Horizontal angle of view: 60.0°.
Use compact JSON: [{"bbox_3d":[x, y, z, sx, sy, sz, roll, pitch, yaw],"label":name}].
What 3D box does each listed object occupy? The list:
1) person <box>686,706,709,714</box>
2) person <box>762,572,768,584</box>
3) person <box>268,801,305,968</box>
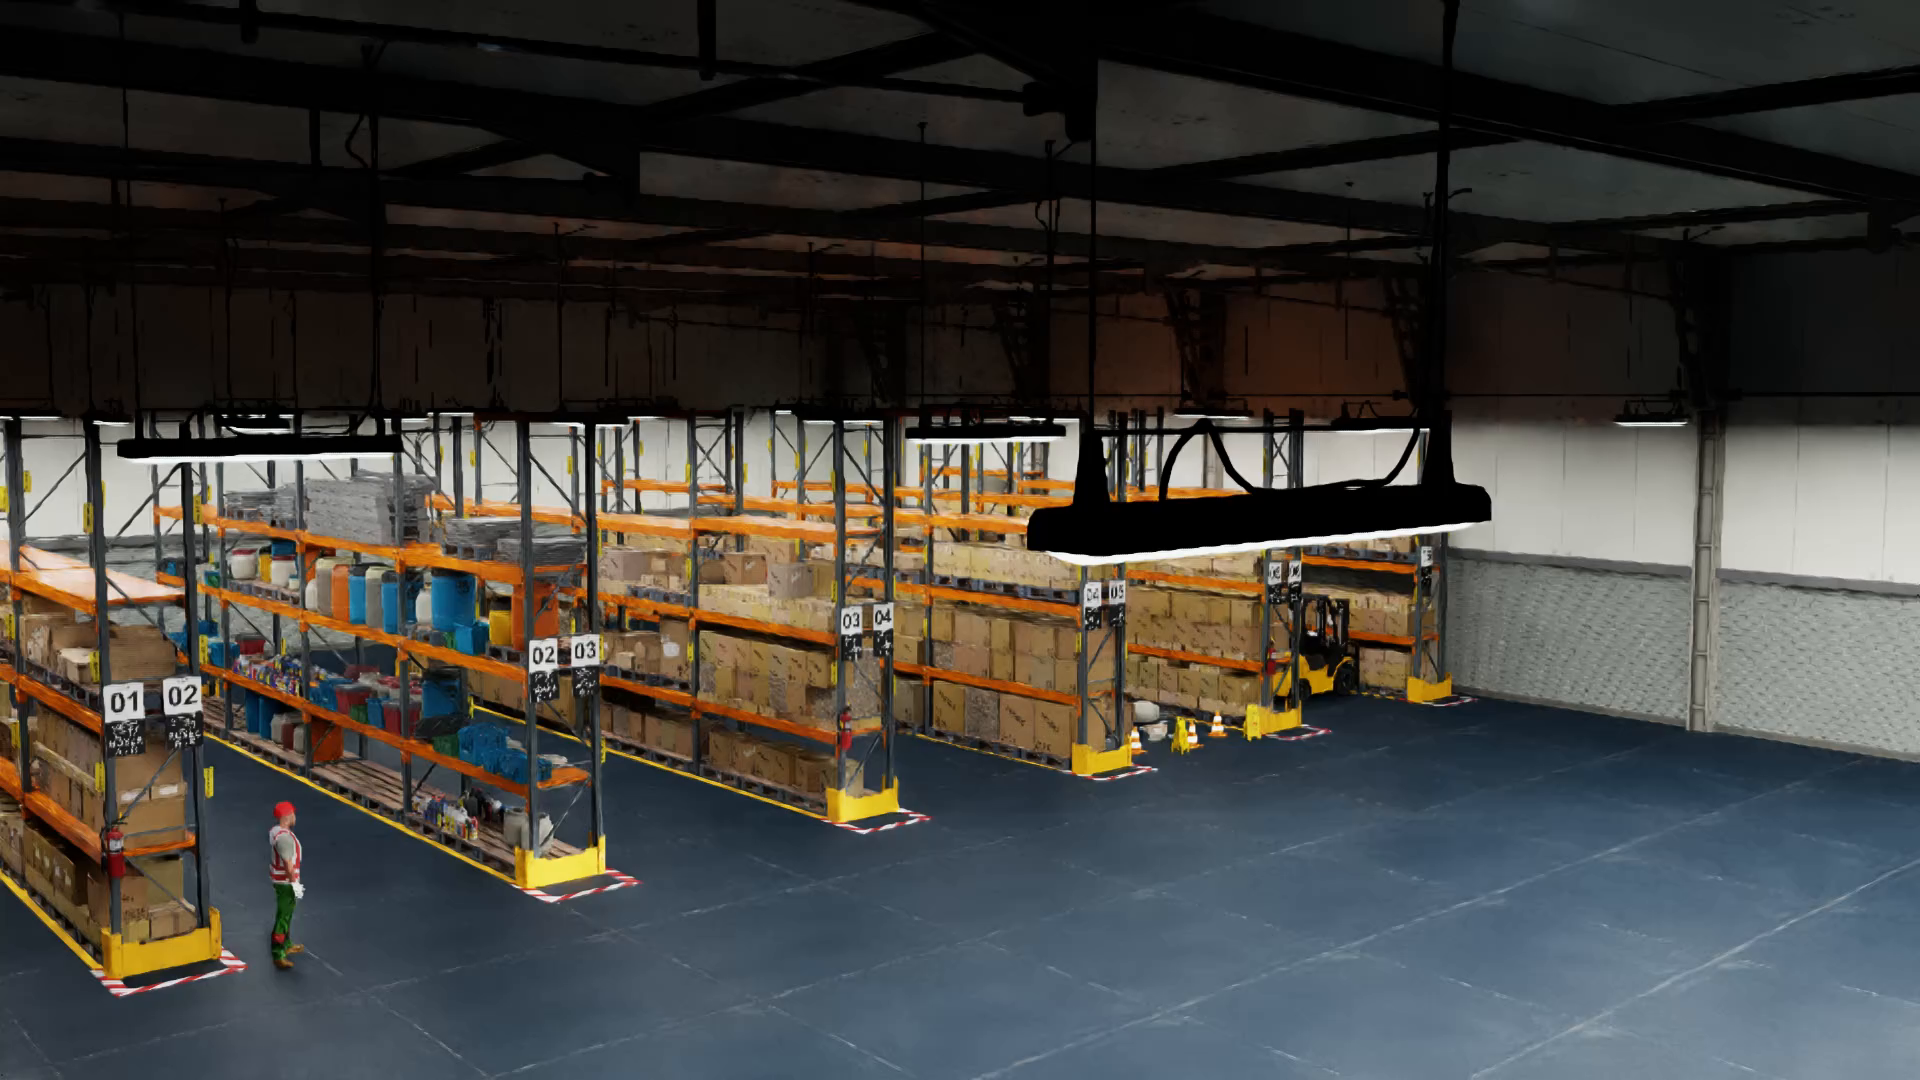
[{"bbox_3d":[-5.125,2.657,32.833,0.593,1.603,0.509,-5,7,-44],"label":"person"},{"bbox_3d":[-5.445,1.235,48.453,0.652,1.759,0.473,1,5,12],"label":"person"},{"bbox_3d":[-7.511,3.789,18.530,0.390,1.792,0.709,-3,6,-29],"label":"person"}]
